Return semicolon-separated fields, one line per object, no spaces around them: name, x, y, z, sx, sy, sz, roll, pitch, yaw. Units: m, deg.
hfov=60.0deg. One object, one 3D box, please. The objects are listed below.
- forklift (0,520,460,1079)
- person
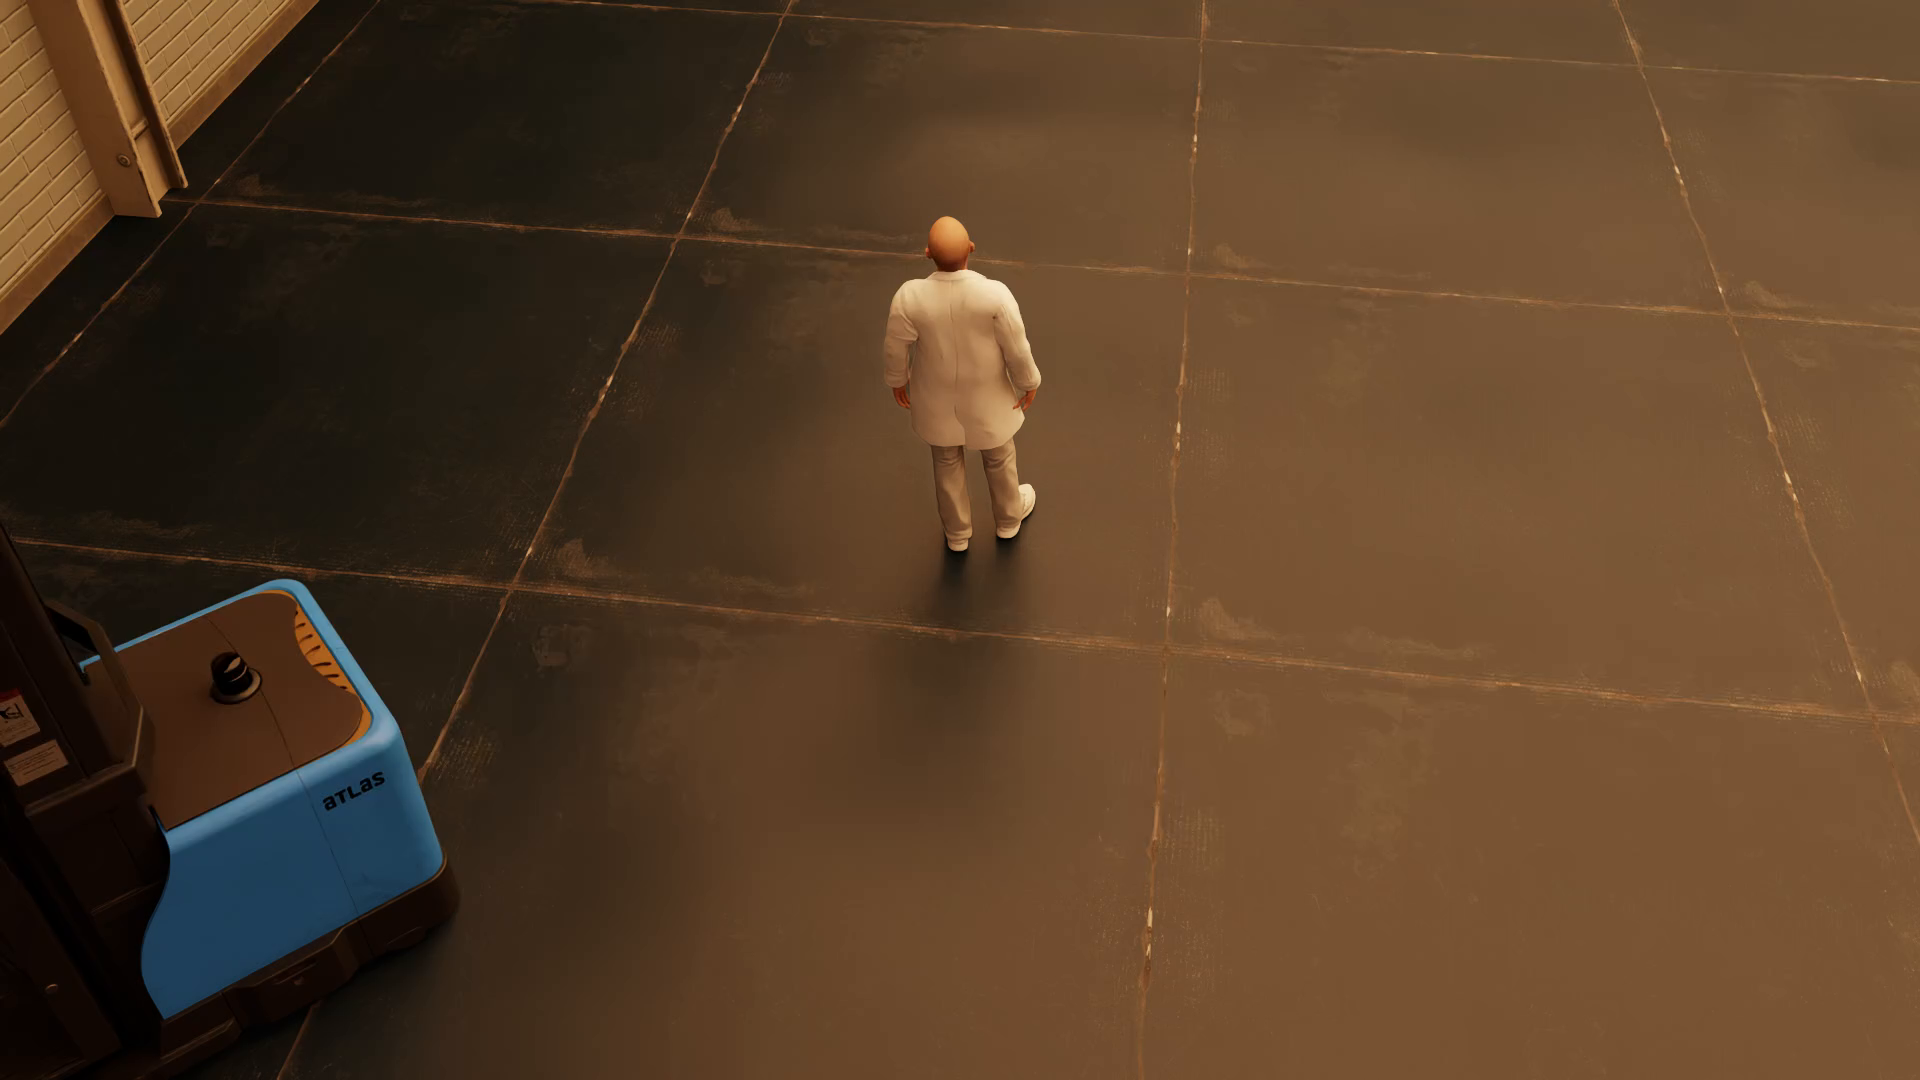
forklift;-3.376;0.692;4.971;3.031;2.935;1.130;-27;49;-26
person;0.017;-0.720;7.350;0.696;1.776;0.581;5;43;6
